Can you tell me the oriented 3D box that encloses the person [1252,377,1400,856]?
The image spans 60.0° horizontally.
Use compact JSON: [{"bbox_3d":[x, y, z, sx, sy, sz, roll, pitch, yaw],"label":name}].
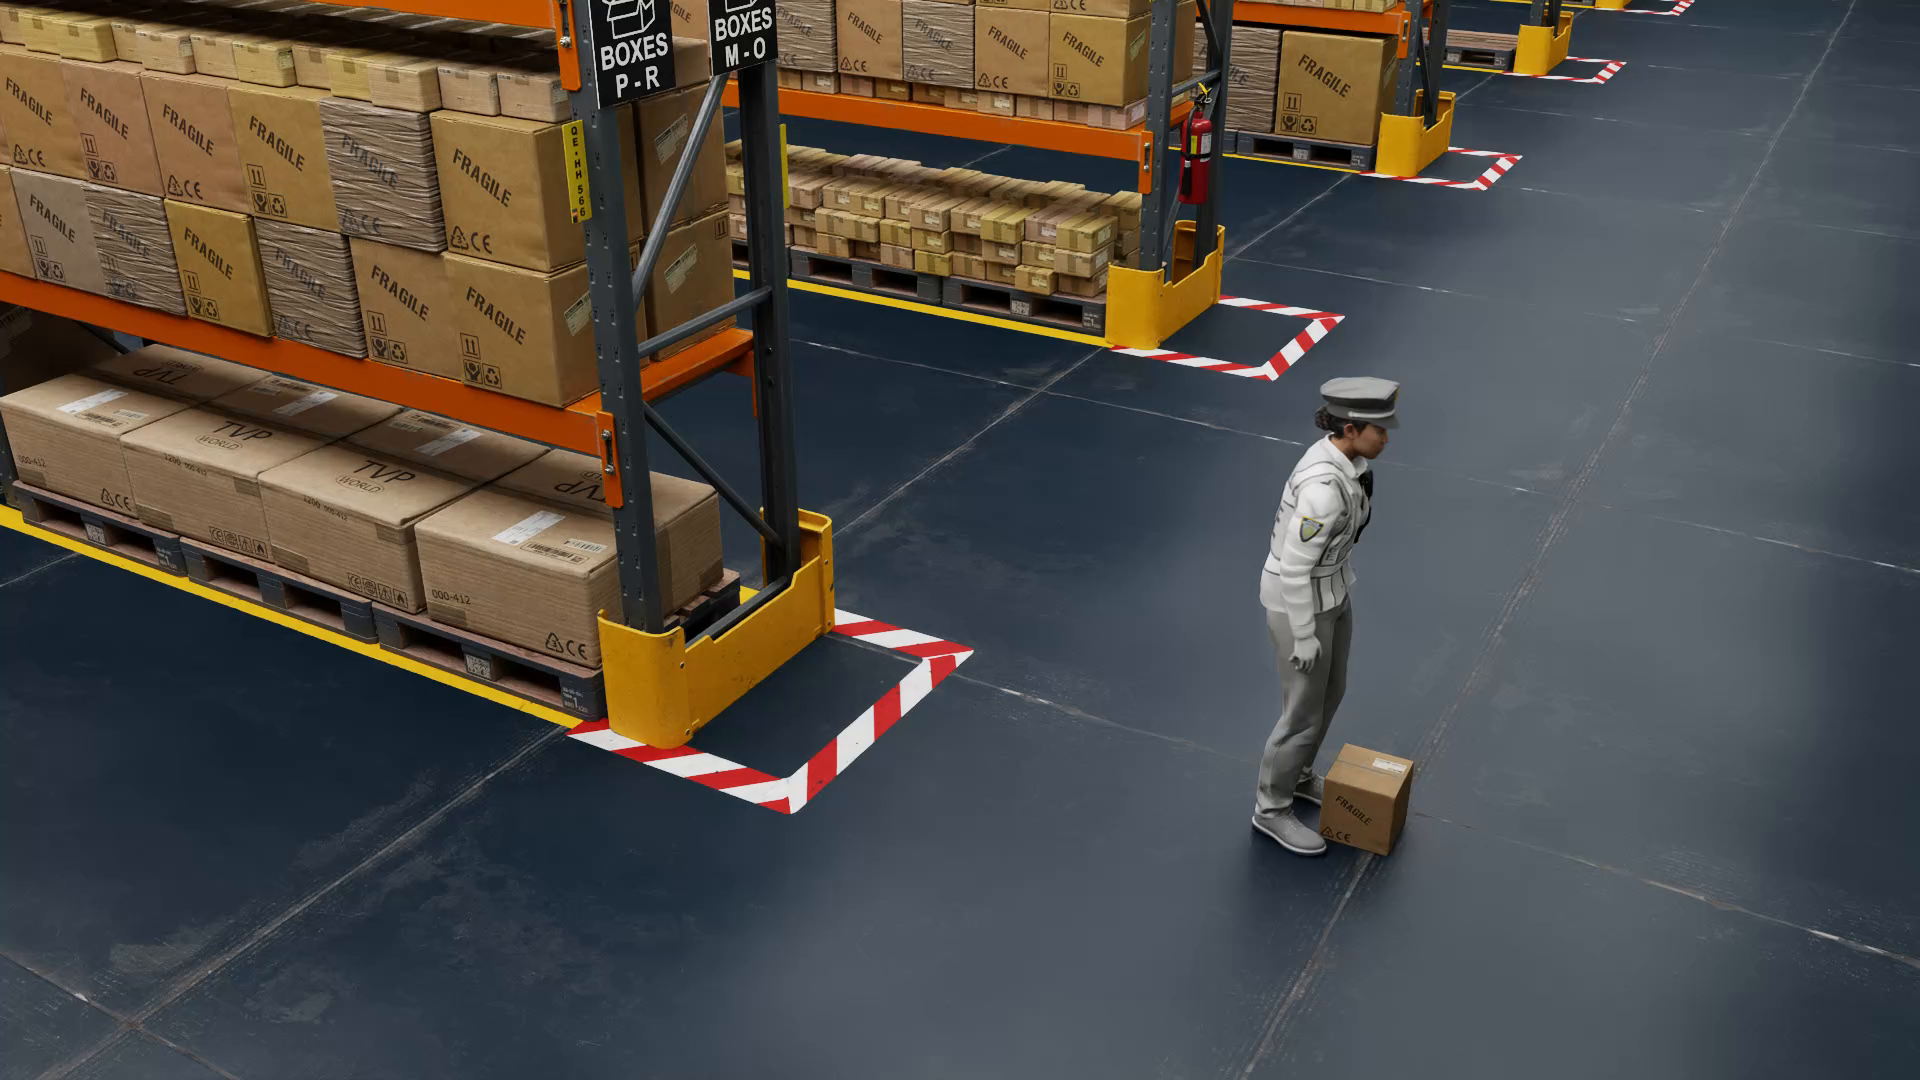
[{"bbox_3d":[1.218,0.232,5.652,0.376,1.662,0.530,13,29,24],"label":"person"}]
